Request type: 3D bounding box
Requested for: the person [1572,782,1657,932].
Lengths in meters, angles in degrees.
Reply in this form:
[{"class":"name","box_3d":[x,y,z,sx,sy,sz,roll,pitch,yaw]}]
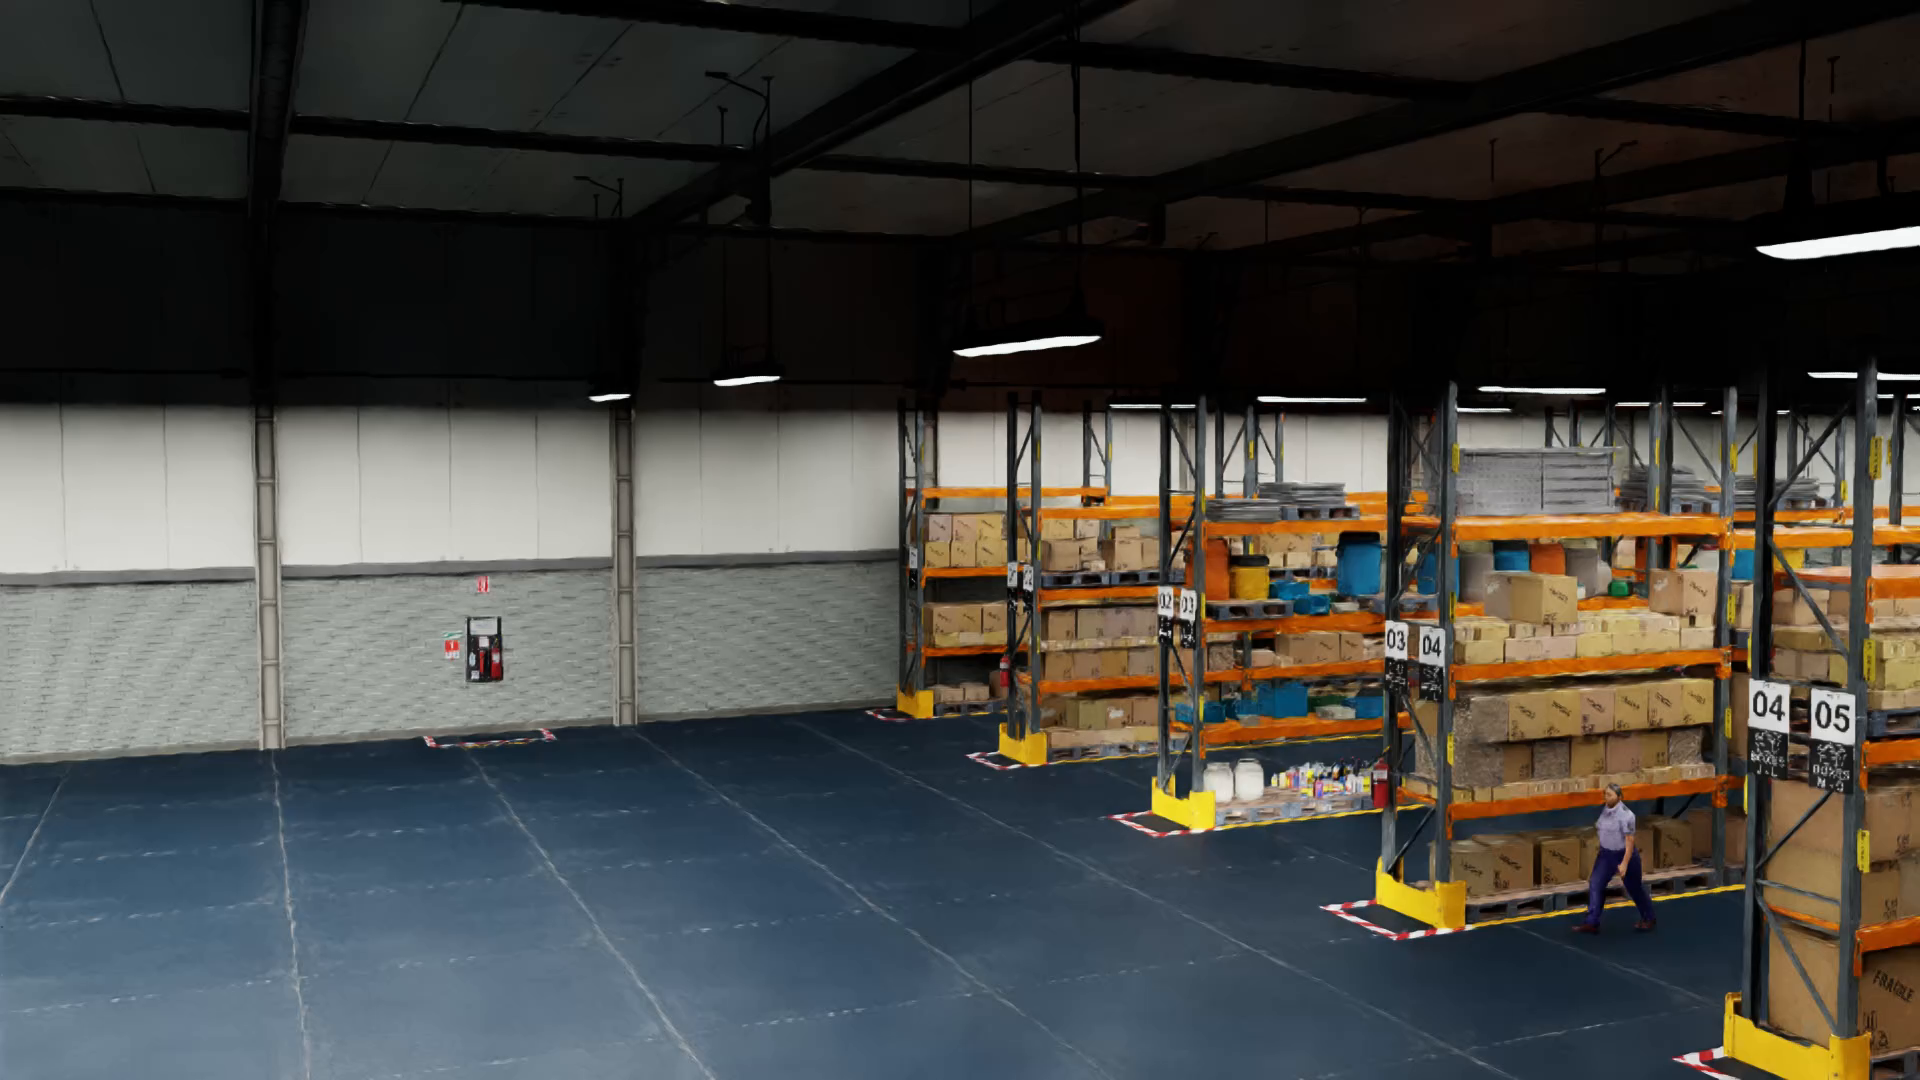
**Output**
[{"class":"person","box_3d":[6.924,3.339,17.483,1.000,1.589,0.493,-2,4,-24]}]
